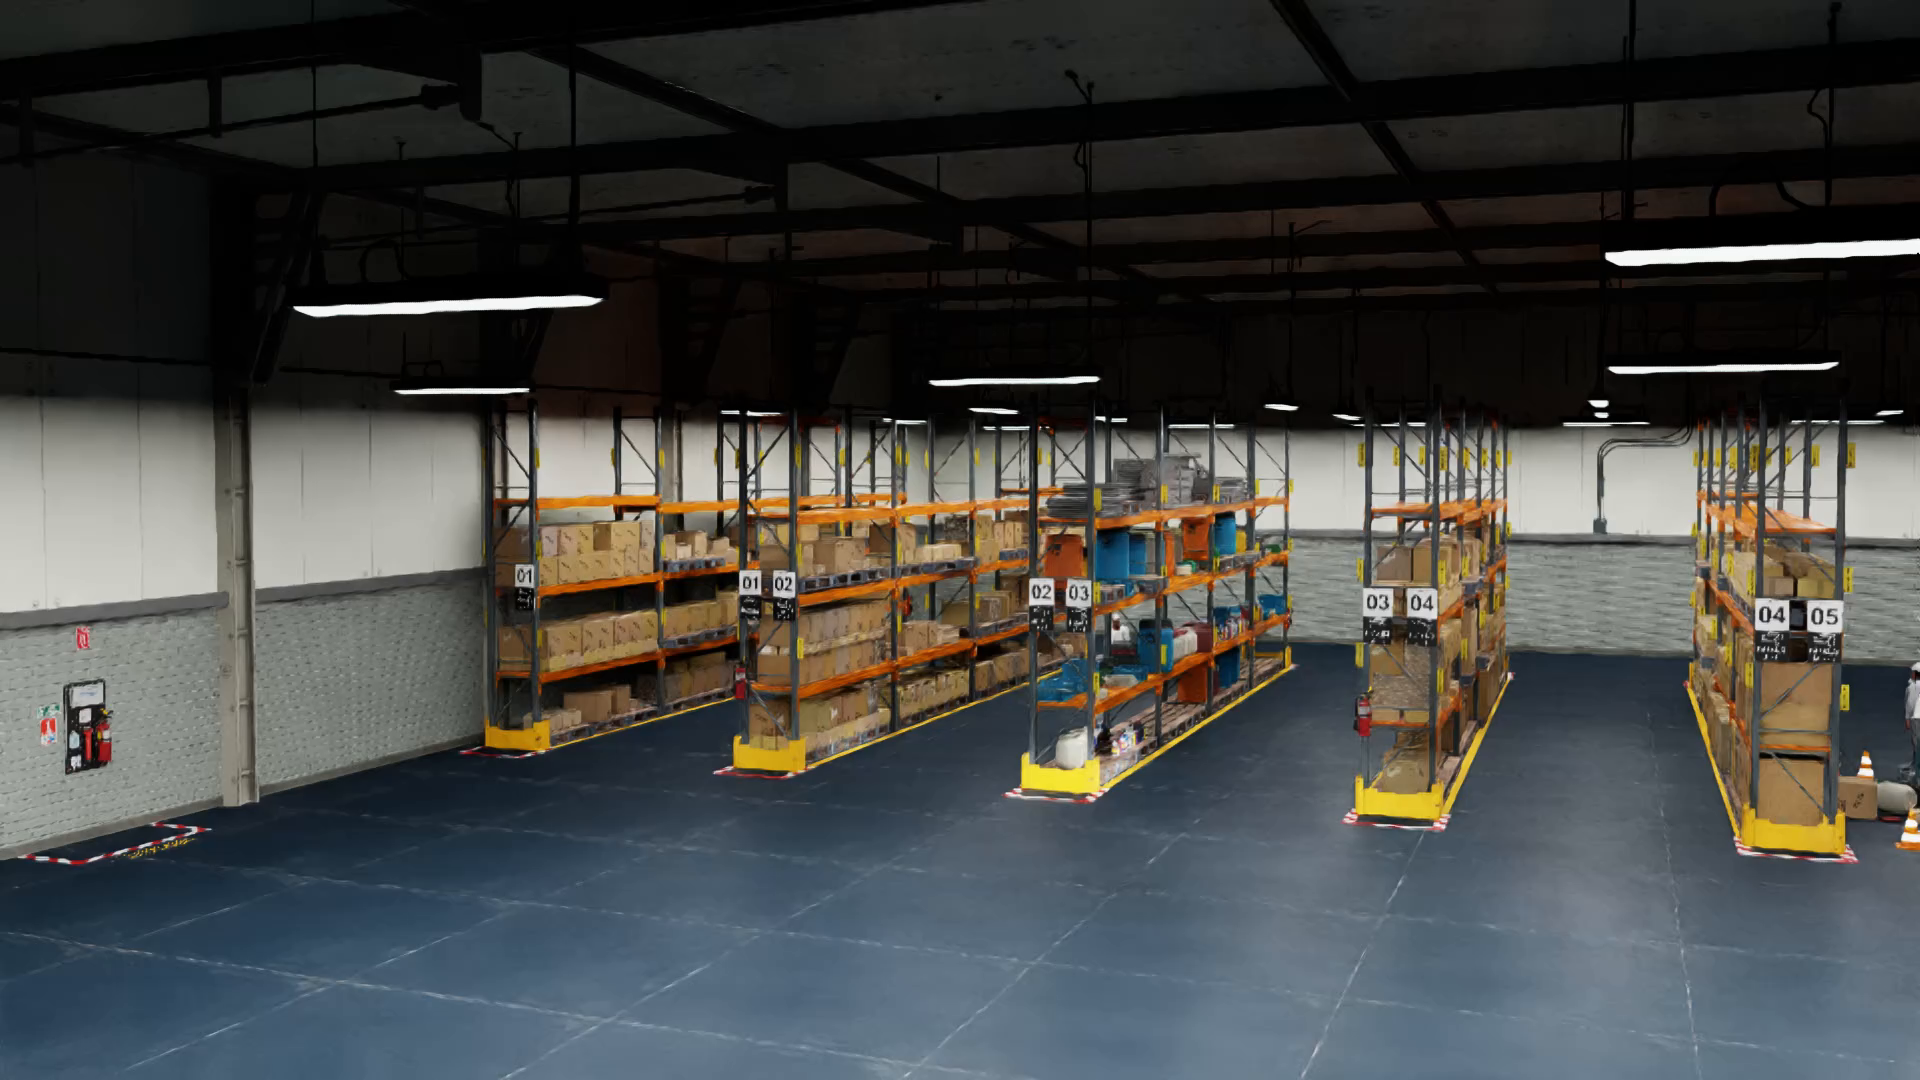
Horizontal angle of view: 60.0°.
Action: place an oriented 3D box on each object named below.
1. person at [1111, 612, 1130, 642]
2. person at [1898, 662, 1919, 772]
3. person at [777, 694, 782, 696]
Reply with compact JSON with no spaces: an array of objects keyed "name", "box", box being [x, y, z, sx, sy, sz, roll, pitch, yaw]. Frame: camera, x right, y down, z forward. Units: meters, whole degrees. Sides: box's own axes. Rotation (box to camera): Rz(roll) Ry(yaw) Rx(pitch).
[{"name":"person","box":[3.360,2.390,35.633,0.575,1.689,1.128,1,3,19]},{"name":"person","box":[15.108,2.805,26.272,0.626,1.768,0.576,-2,4,-39]},{"name":"person","box":[-3.292,2.634,30.862,0.527,1.672,0.511,-3,4,-43]}]
